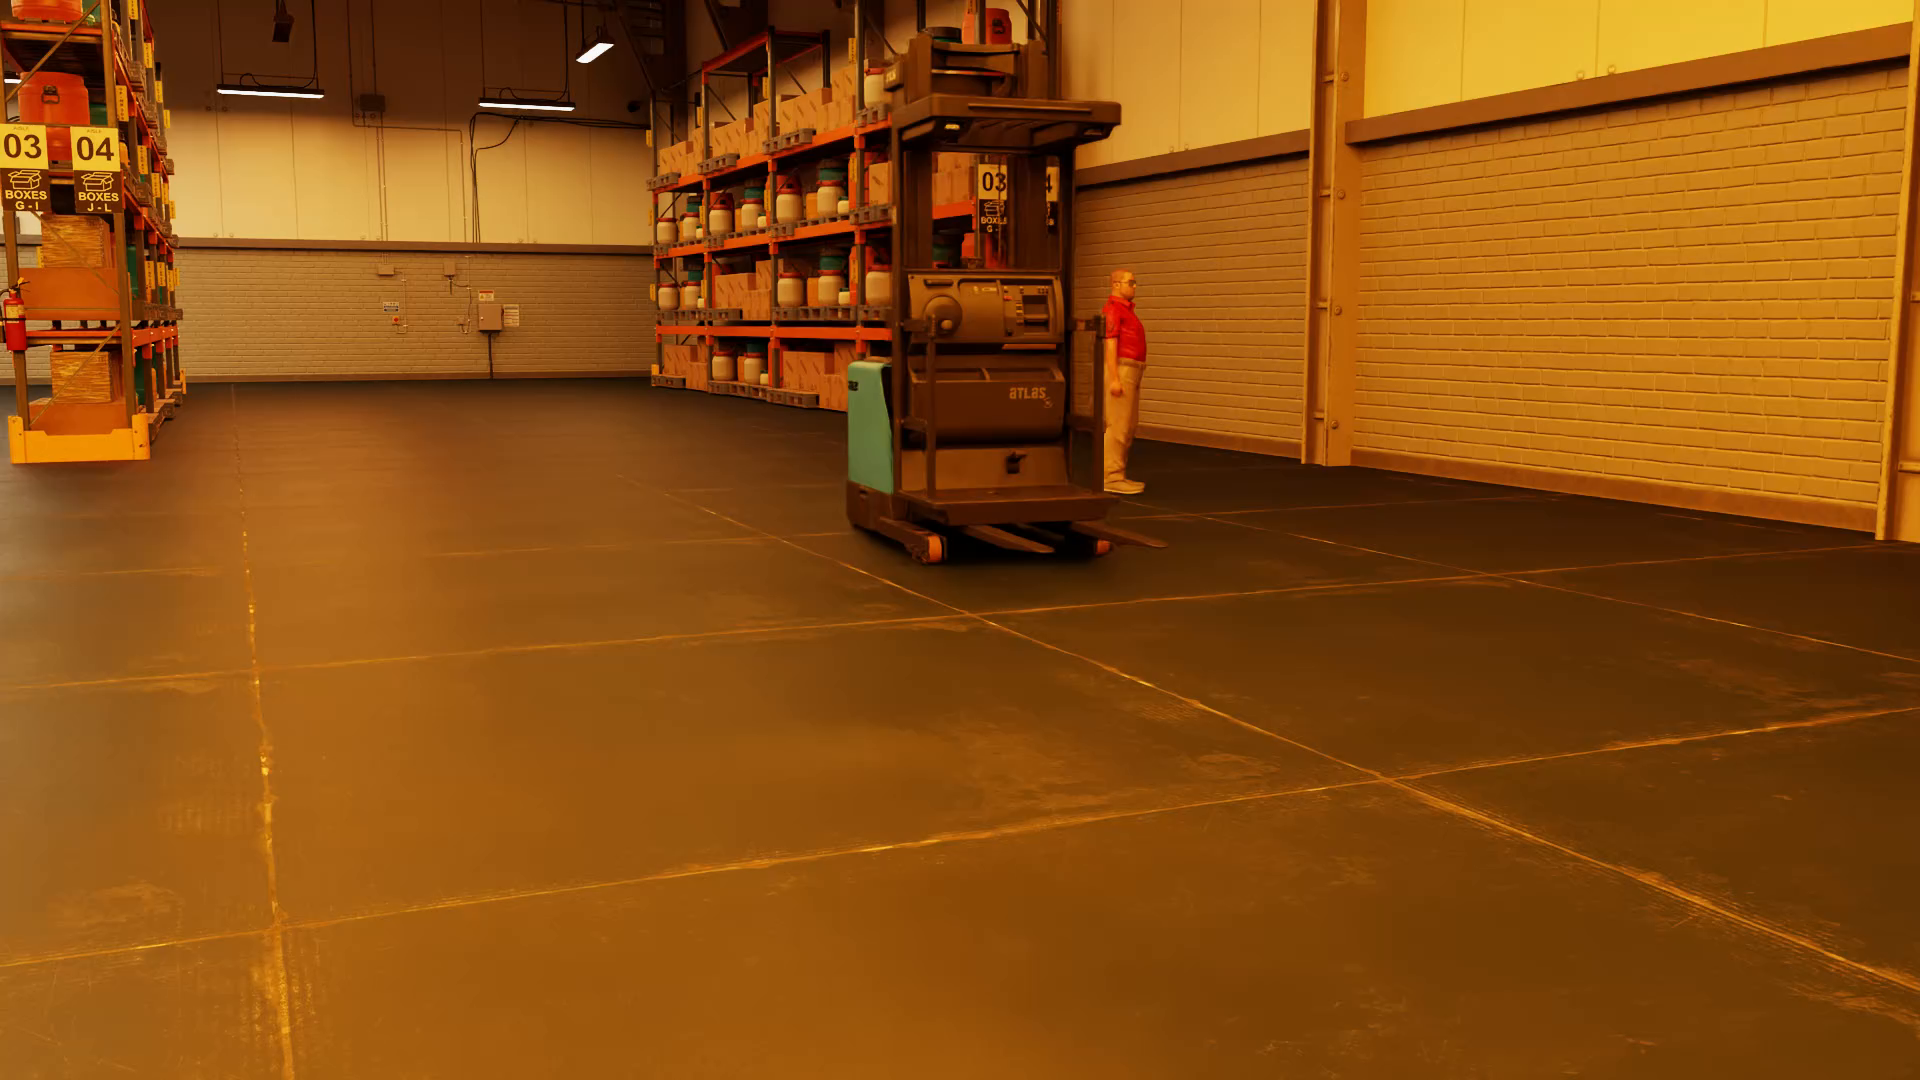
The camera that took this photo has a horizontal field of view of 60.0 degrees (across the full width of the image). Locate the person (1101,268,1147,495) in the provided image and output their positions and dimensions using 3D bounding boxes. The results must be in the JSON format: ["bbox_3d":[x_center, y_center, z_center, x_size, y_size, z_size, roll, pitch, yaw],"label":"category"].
[{"bbox_3d":[1.280,-1.237,12.933,0.376,1.731,0.554,2,8,13],"label":"person"}]

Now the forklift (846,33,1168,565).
[{"bbox_3d":[0.224,-1.375,9.371,1.130,2.935,3.031,-3,8,-19],"label":"forklift"}]
